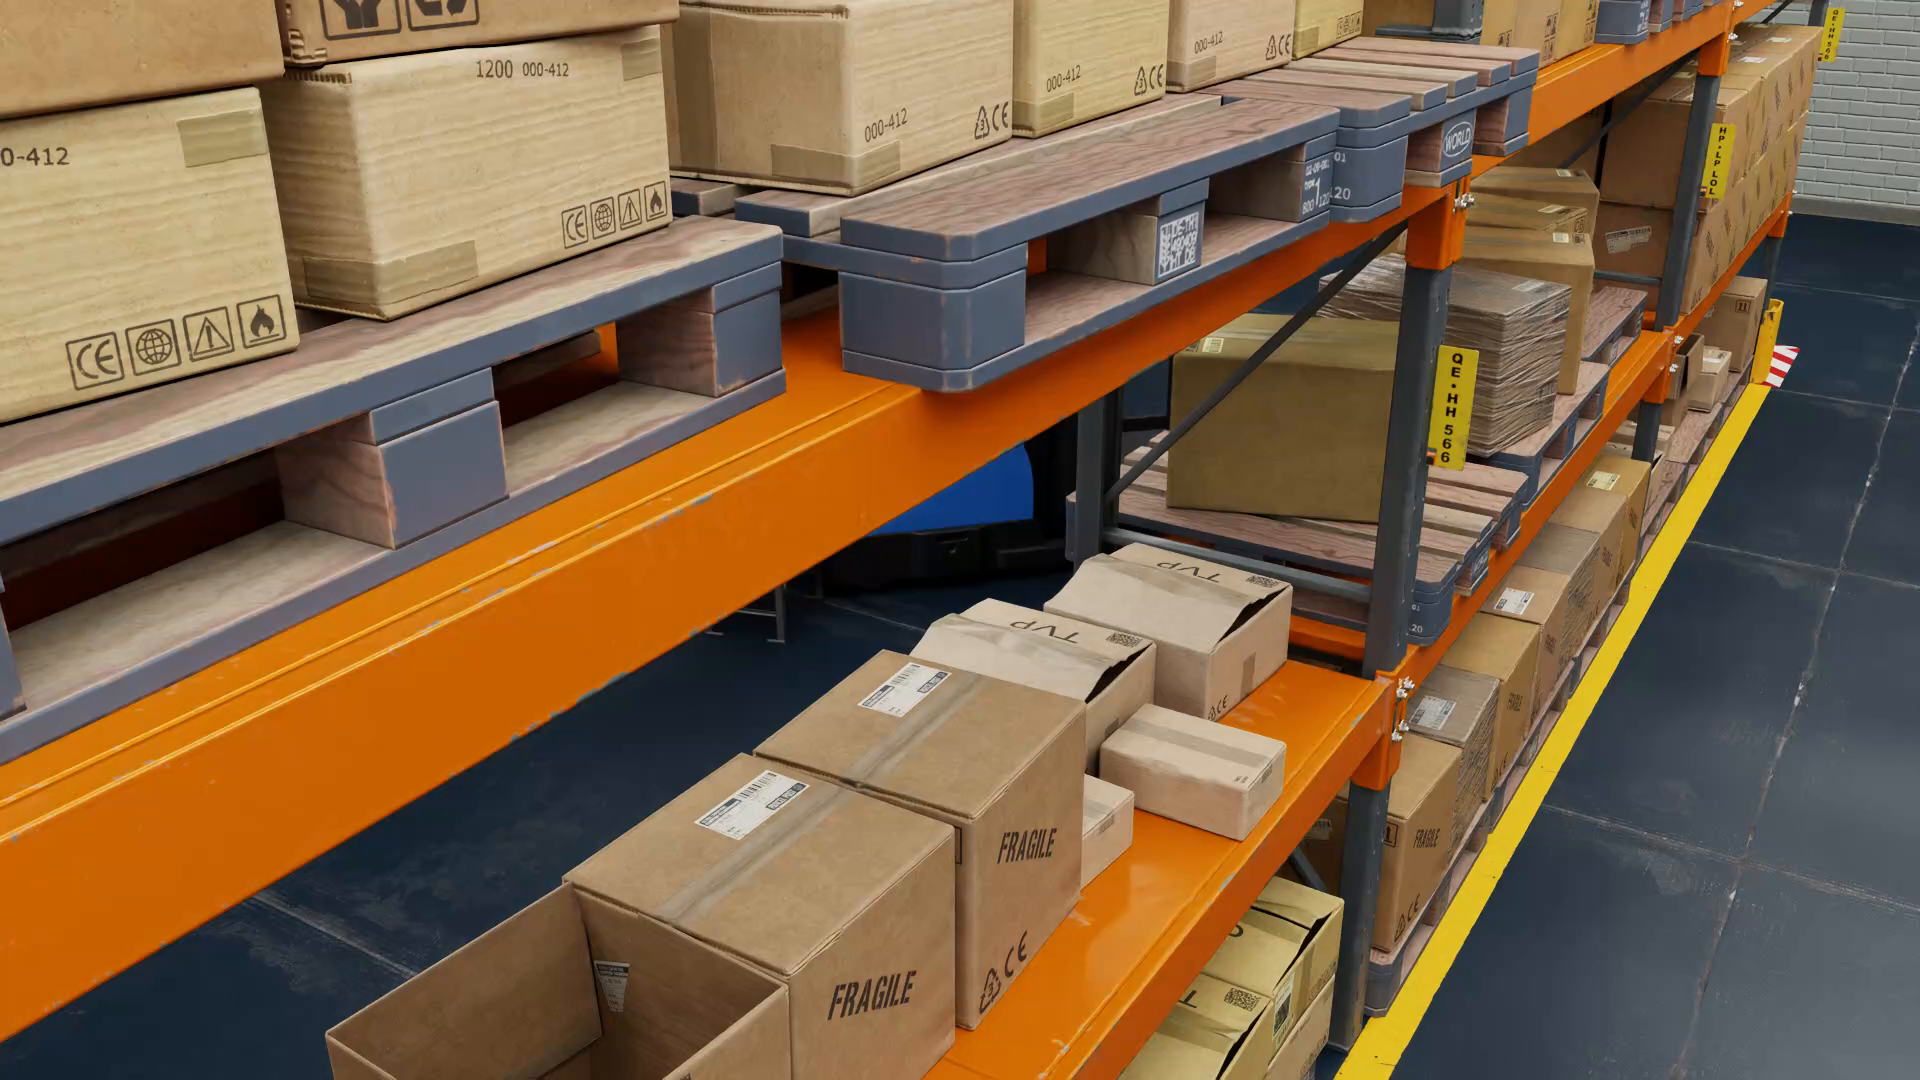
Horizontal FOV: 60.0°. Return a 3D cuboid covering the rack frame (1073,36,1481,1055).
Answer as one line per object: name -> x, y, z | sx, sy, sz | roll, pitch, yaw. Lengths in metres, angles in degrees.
rack frame -> 0.799, 0.077, 4.796 | 1.000, 3.000, 0.127 | 14, 27, 29

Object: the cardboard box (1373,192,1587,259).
cardboard box -> 2.160, -1.153, 6.984 | 0.700, 0.500, 0.500 | 19, 30, 37

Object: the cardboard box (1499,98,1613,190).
cardboard box -> 2.955, -2.003, 8.216 | 0.500, 0.500, 0.500 | 14, 27, 29

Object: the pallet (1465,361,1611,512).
pallet -> 1.820, -0.492, 6.353 | 1.003, 0.211, 1.213 | 14, 27, 29

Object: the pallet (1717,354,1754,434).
pallet -> 4.559, -1.048, 10.906 | 1.003, 0.211, 1.213 | 14, 27, 29

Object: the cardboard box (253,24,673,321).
cardboard box -> -0.691, -0.465, 1.934 | 0.500, 0.250, 0.500 | 11, 26, 24

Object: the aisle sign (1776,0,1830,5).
aisle sign -> 5.315, -3.775, 10.422 | 0.394, 0.787, 0.004 | 14, 27, 29

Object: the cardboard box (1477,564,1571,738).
cardboard box -> 2.093, 0.405, 6.631 | 0.500, 0.500, 0.500 | 13, 27, 27

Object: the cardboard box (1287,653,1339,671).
cardboard box -> 1.119, 0.293, 5.945 | 0.500, 0.250, 0.500 | 15, 28, 31

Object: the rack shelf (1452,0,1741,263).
rack shelf -> 1.854, -1.644, 5.903 | 1.077, 0.370, 4.000 | 14, 27, 29

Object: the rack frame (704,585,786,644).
rack frame -> -1.008, -0.509, 7.274 | 0.400, 2.100, 0.015 | 6, 24, 15

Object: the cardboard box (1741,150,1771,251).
cardboard box -> 4.209, -1.948, 9.347 | 0.500, 0.500, 0.500 | 13, 27, 28

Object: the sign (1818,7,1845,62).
sign -> 5.479, -3.176, 10.456 | 0.100, 0.325, 0.005 | 14, 27, 29

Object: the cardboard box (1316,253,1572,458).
cardboard box -> 1.680, -0.666, 5.859 | 0.700, 0.500, 0.500 | 20, 31, 39

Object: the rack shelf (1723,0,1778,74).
rack shelf -> 3.964, -2.994, 9.021 | 1.077, 0.370, 4.000 | 14, 27, 29

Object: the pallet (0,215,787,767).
pallet -> -0.857, -0.162, 1.814 | 0.805, 0.209, 1.217 | 13, 26, 27

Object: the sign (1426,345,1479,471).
sign -> 1.272, -0.339, 4.300 | 0.100, 0.325, 0.005 | 14, 27, 29

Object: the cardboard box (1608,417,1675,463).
cardboard box -> 3.762, -0.565, 9.292 | 0.380, 0.166, 0.250 | 14, 27, 29

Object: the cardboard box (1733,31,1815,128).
cardboard box -> 4.752, -2.749, 9.941 | 0.500, 0.500, 0.500 | 15, 27, 30

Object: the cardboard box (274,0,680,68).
cardboard box -> -0.672, -0.814, 1.796 | 0.500, 0.500, 0.500 | 17, 29, 34

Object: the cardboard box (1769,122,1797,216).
cardboard box -> 4.743, -2.285, 10.127 | 0.500, 0.500, 0.500 | 14, 27, 29

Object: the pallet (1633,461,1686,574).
pallet -> 3.272, -0.225, 9.004 | 1.003, 0.211, 1.213 | 14, 27, 29

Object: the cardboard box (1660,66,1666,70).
cardboard box -> 3.489, -2.346, 9.010 | 0.500, 0.500, 0.500 | 14, 27, 29

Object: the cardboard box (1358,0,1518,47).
cardboard box -> 1.000, -1.500, 4.537 | 0.910, 0.500, 0.500 | 14, 27, 29

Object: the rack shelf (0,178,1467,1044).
rack shelf -> -0.256, -0.294, 2.784 | 1.077, 0.370, 4.000 | 14, 27, 29

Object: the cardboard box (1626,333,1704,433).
cardboard box -> 3.895, -0.965, 9.791 | 0.797, 0.503, 0.637 | 14, 27, 29

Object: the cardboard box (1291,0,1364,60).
cardboard box -> 0.607, -1.258, 3.766 | 0.500, 0.250, 0.500 | 12, 26, 25

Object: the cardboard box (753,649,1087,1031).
cardboard box -> -0.073, 0.601, 3.460 | 0.500, 0.500, 0.500 | 12, 26, 26

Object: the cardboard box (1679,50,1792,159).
cardboard box -> 4.211, -2.400, 9.134 | 0.500, 0.500, 0.500 | 15, 27, 31

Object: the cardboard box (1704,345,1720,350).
cardboard box -> 4.651, -1.172, 10.694 | 0.380, 0.166, 0.250 | 14, 27, 29

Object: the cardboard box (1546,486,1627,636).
cardboard box -> 2.624, 0.064, 7.419 | 0.500, 0.500, 0.500 | 14, 27, 29

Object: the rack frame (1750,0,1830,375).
rack frame -> 5.018, -2.623, 11.034 | 1.000, 3.000, 0.127 | 14, 27, 29

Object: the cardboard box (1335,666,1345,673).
cardboard box -> 1.092, 0.657, 6.048 | 0.500, 0.500, 0.500 | 15, 28, 31

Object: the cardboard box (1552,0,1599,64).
cardboard box -> 1.543, -1.847, 5.340 | 0.910, 0.500, 0.500 | 14, 27, 29

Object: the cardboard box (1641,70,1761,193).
cardboard box -> 3.668, -2.052, 8.330 | 0.500, 0.500, 0.500 | 13, 27, 27

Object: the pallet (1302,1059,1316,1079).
pallet -> 0.331, 1.626, 4.727 | 1.003, 0.211, 1.213 | 14, 27, 29

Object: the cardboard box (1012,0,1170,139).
cardboard box -> 0.035, -0.887, 2.908 | 0.500, 0.250, 0.500 | 13, 27, 28

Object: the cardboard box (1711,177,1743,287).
cardboard box -> 3.676, -1.607, 8.561 | 0.500, 0.500, 0.500 | 14, 27, 30

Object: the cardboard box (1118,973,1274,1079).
cardboard box -> 0.463, 1.294, 4.212 | 0.500, 0.311, 0.500 | 13, 27, 28

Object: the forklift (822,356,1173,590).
forklift -> 0.669, -1.408, 8.313 | 3.031, 2.935, 1.130 | -6, 24, -14

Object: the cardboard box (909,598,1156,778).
cardboard box -> 0.162, 0.379, 4.211 | 0.500, 0.311, 0.500 | 14, 27, 28

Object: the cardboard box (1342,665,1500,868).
cardboard box -> 1.553, 0.751, 5.833 | 0.500, 0.500, 0.500 | 13, 27, 27

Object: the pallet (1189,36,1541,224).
pallet -> 0.517, -0.965, 3.666 | 1.213, 0.211, 1.003 | 15, 28, 31

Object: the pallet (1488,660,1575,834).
pallet -> 1.869, 0.703, 6.862 | 1.003, 0.211, 1.213 | 14, 27, 29

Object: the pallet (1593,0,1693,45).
pallet -> 1.960, -2.007, 6.072 | 1.213, 0.211, 1.003 | 14, 27, 29

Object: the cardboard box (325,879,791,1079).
cardboard box -> -0.615, 0.948, 2.660 | 0.500, 0.500, 0.500 | 16, 28, 33

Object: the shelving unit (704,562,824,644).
shelving unit -> -0.938, -0.602, 7.489 | 0.431, 2.100, 0.503 | 6, 24, 15
